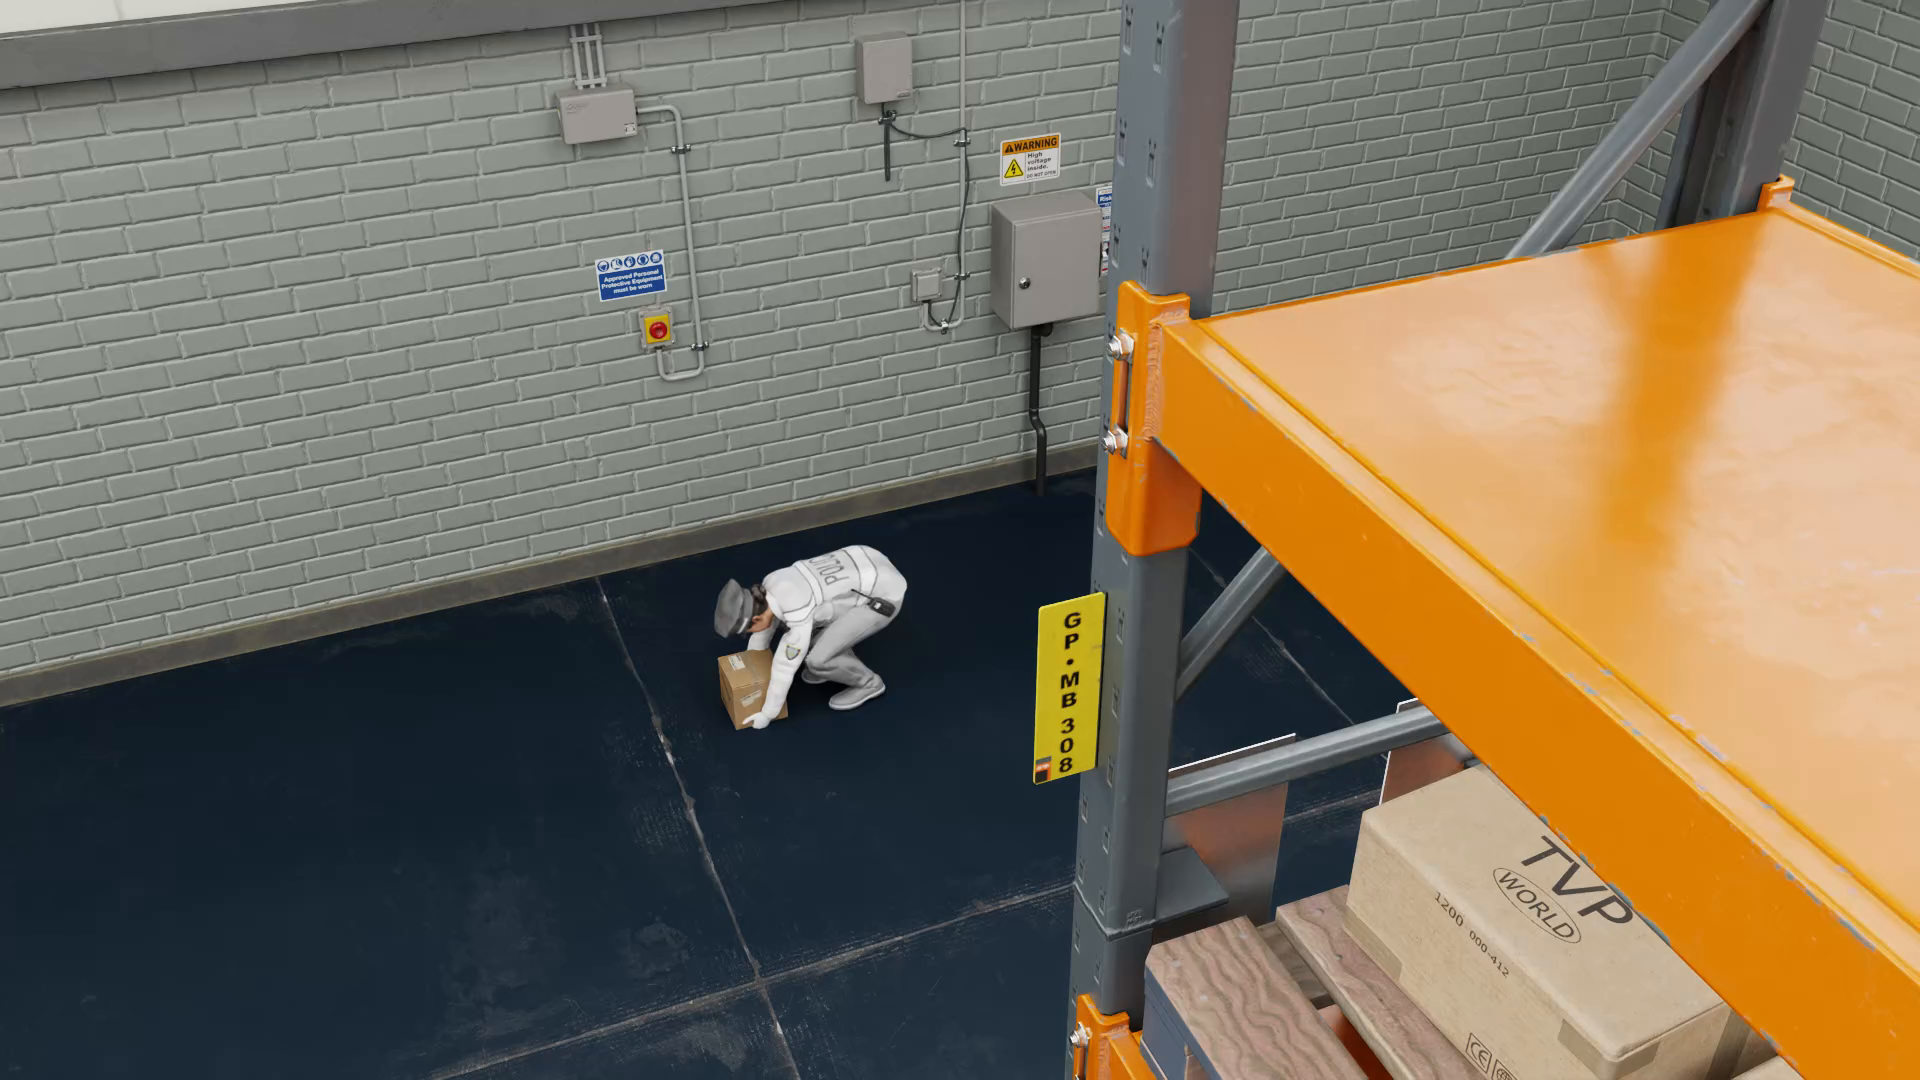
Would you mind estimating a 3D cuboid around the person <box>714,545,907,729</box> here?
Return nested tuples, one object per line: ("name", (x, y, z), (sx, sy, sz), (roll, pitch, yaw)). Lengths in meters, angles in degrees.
("person", (-0.689, 0.431, 7.717), (0.915, 0.762, 0.448), (-14, 36, -20))
